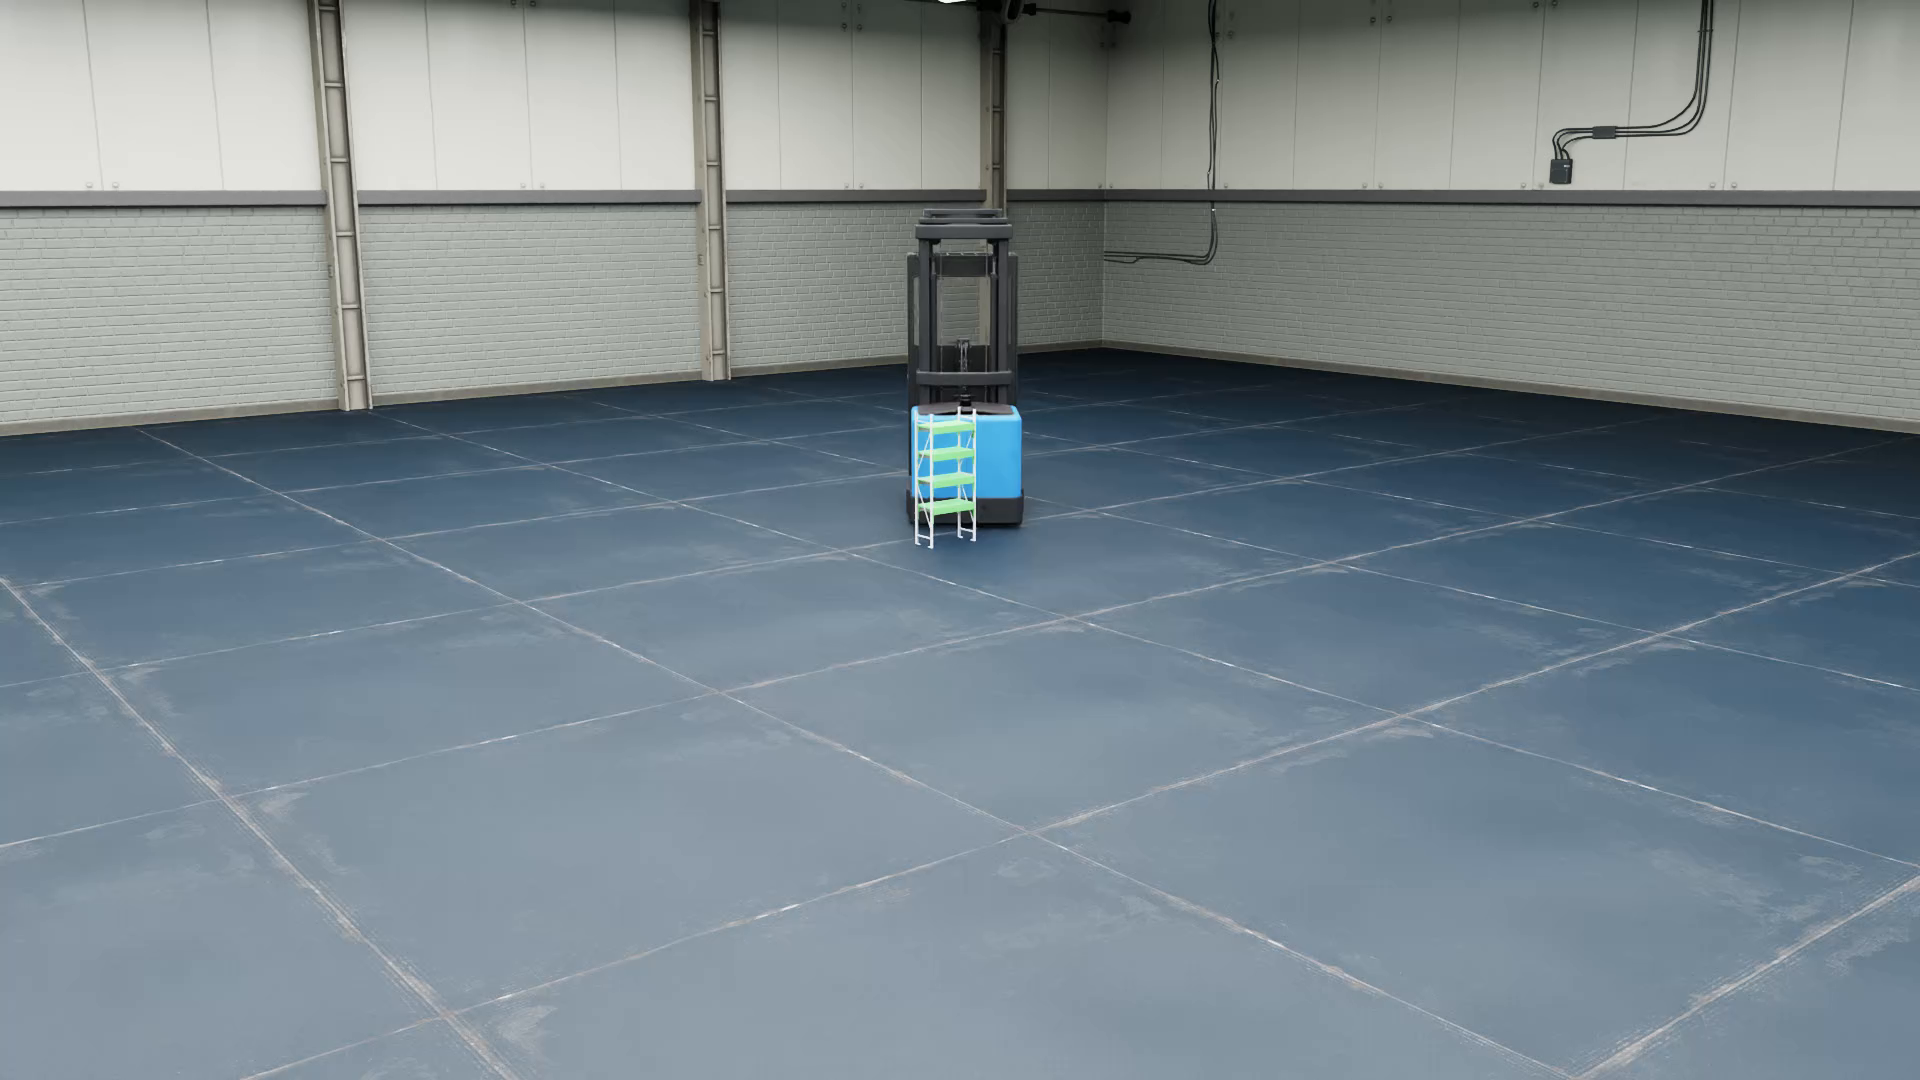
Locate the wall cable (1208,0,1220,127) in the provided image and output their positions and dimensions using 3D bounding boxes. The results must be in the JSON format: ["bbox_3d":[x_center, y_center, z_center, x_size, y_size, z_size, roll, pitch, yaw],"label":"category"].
[{"bbox_3d":[5.431,-8.544,29.018,0.112,2.526,3.097,-9,15,-38],"label":"wall cable"}]

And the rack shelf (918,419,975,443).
[{"bbox_3d":[-0.129,-0.972,14.817,0.480,0.148,0.258,-9,15,-38],"label":"rack shelf"}]

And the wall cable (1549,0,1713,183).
[{"bbox_3d":[9.659,-8.153,23.672,0.169,6.003,2.305,-9,15,-38],"label":"wall cable"}]

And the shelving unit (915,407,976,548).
[{"bbox_3d":[-0.129,-0.565,14.903,0.503,1.200,0.258,-9,15,-38],"label":"shelving unit"}]

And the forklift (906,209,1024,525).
[{"bbox_3d":[0.016,-1.831,16.697,1.130,2.935,3.031,0,12,-2],"label":"forklift"}]

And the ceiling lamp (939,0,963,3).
[{"bbox_3d":[0.564,-9.447,23.900,0.800,3.185,2.000,-9,15,-38],"label":"ceiling lamp"}]

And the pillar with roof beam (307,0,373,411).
[{"bbox_3d":[-6.066,-5.608,19.875,0.400,9.000,9.100,-9,15,-38],"label":"pillar with roof beam"}]

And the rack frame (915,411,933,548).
[{"bbox_3d":[-0.320,-0.534,14.754,0.015,1.200,0.240,-9,15,-38],"label":"rack frame"}]

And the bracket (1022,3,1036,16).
[{"bbox_3d":[1.161,-9.620,30.104,0.430,0.232,0.235,-9,15,-38],"label":"bracket"}]

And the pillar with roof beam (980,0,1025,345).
[{"bbox_3d":[3.304,-7.165,27.208,0.548,9.000,9.100,-9,15,-38],"label":"pillar with roof beam"}]

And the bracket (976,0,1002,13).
[{"bbox_3d":[0.512,-9.513,29.597,0.430,0.232,0.235,-9,15,-38],"label":"bracket"}]

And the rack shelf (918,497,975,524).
[{"bbox_3d":[-0.129,-0.268,14.966,0.480,0.148,0.258,-9,15,-38],"label":"rack shelf"}]

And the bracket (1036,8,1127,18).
[{"bbox_3d":[2.550,-9.851,31.192,3.189,0.066,0.076,-9,15,-38],"label":"bracket"}]

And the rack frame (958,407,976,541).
[{"bbox_3d":[0.061,-0.597,15.052,0.015,1.200,0.240,-9,15,-38],"label":"rack frame"}]

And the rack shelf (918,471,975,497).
[{"bbox_3d":[-0.129,-0.503,14.916,0.480,0.148,0.258,-9,15,-38],"label":"rack shelf"}]

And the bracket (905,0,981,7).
[{"bbox_3d":[-1.500,-9.178,28.023,4.783,0.066,0.076,-9,15,-38],"label":"bracket"}]

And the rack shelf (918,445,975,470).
[{"bbox_3d":[-0.129,-0.738,14.866,0.480,0.148,0.258,-9,15,-38],"label":"rack shelf"}]

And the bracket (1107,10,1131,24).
[{"bbox_3d":[3.011,-9.928,31.553,0.430,0.232,0.235,-9,15,-38],"label":"bracket"}]

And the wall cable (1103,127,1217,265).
[{"bbox_3d":[3.741,-6.512,31.609,0.112,2.526,3.097,-9,15,-38],"label":"wall cable"}]

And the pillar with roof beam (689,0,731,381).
[{"bbox_3d":[-1.381,-6.387,23.541,0.548,9.000,9.100,-9,15,-38],"label":"pillar with roof beam"}]
